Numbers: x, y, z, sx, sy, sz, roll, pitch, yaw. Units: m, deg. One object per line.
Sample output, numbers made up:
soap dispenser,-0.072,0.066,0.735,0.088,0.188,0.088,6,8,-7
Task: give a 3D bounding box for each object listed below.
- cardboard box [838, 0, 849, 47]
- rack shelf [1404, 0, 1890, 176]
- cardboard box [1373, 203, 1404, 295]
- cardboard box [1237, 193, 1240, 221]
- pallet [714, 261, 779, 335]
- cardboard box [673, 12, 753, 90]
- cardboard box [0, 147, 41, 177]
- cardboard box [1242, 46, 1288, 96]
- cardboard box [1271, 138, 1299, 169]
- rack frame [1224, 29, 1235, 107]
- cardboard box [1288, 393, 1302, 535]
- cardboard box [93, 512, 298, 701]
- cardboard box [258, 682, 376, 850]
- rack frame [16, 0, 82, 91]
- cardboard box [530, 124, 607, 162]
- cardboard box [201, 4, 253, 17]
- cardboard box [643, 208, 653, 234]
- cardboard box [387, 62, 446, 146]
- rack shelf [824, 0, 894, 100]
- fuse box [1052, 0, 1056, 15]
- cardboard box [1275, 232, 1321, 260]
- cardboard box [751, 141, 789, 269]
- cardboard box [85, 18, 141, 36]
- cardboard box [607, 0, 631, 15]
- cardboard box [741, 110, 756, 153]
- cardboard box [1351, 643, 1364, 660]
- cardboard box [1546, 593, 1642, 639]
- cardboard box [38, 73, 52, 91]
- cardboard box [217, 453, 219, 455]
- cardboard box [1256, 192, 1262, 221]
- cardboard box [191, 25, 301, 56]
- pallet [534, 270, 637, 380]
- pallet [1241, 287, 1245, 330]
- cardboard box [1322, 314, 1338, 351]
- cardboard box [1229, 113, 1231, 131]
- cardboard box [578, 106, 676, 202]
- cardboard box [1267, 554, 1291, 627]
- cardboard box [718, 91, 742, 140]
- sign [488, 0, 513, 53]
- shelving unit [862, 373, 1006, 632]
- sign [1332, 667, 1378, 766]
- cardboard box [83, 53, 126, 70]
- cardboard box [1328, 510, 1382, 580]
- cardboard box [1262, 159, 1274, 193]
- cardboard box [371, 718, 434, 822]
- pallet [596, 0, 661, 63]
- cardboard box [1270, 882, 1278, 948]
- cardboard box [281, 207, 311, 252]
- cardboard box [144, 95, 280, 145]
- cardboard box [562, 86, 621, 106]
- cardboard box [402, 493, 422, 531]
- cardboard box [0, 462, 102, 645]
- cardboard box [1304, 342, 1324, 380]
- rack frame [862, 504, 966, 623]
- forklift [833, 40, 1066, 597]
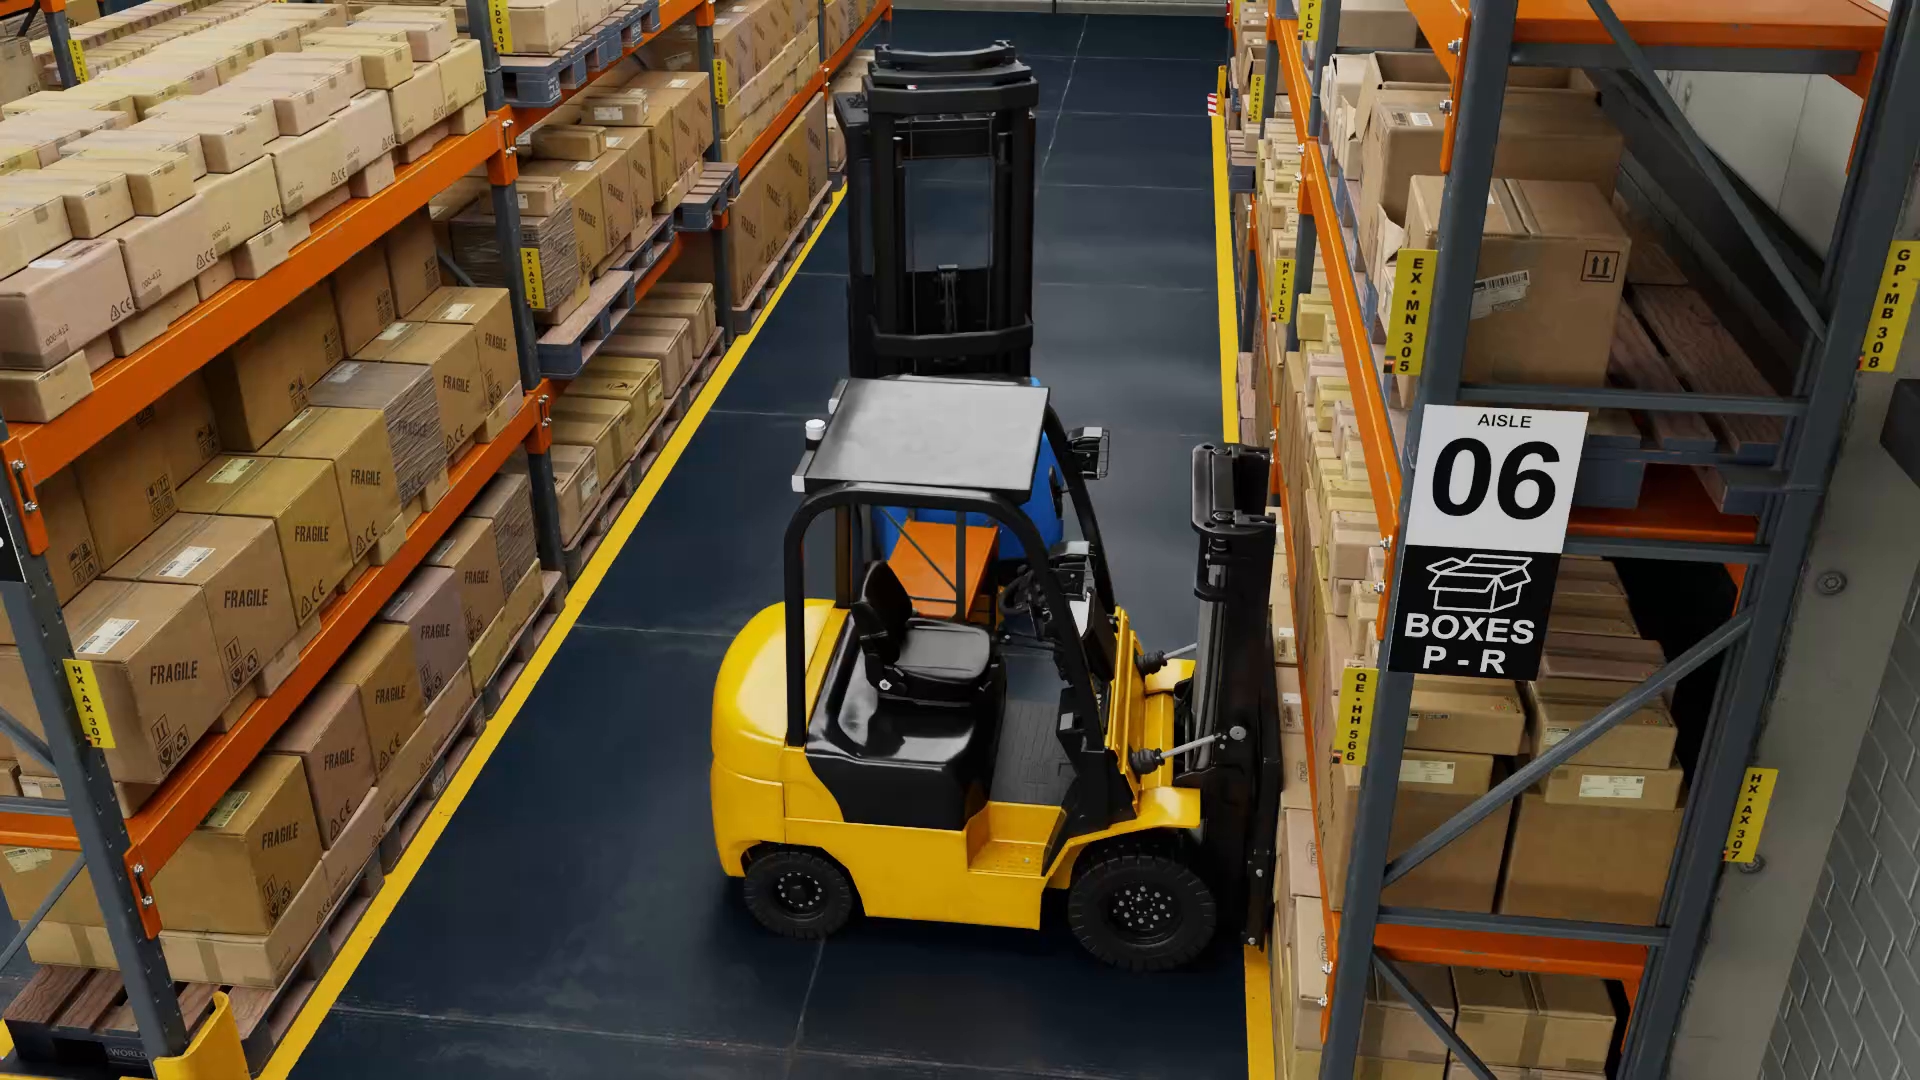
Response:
cardboard box,-1.420,-5.270,16.763,0.500,0.500,0.500,4,29,7
rack shelf,1.899,-1.938,5.539,1.077,0.370,4.000,3,28,6
cardboard box,1.485,-0.865,5.124,0.396,0.266,0.258,3,29,6
cardboard box,2.786,-3.115,15.062,0.500,0.500,0.500,3,28,6
pallet,-2.121,-2.040,13.813,1.003,0.211,1.213,3,28,6
cardboard box,-1.939,-3.837,13.049,0.500,0.500,0.500,3,29,6
cardboard box,-3.360,-1.229,5.630,0.380,0.149,0.250,4,29,7
cardboard box,2.650,-3.623,13.261,0.797,0.503,0.637,3,28,5
cardboard box,2.265,-2.562,11.054,0.380,0.149,0.250,4,29,8
rack frame,3.614,-6.379,18.929,1.000,3.000,0.127,3,28,6
cardboard box,1.783,-0.335,7.604,0.500,0.500,0.500,4,29,7
cardboard box,-2.879,0.239,6.224,0.500,0.500,0.500,4,29,8
cardboard box,-2.838,0.940,7.009,0.500,0.500,0.500,2,28,4
rack frame,-7.218,-3.140,12.917,1.000,3.000,0.127,3,28,6
cardboard box,-2.343,-2.381,9.961,0.380,0.149,0.250,5,29,9
cardboard box,-6.681,-4.788,15.169,0.380,0.149,0.250,3,28,6
cardboard box,-2.211,-2.073,10.757,0.380,0.149,0.250,2,28,5
cardboard box,-2.631,-1.942,7.373,0.500,0.250,0.500,3,28,5
rack shelf,-1.558,-5.408,17.884,1.077,0.370,4.000,3,28,6
fuse box,1.422,-8.564,24.342,0.539,1.711,0.414,3,28,6
cardboard box,1.962,-1.600,9.268,0.380,0.149,0.250,2,28,5
cardboard box,-2.012,-2.890,14.249,0.875,0.875,0.875,4,29,7
cardboard box,-7.420,-4.465,14.570,0.380,0.149,0.250,4,29,8
cardboard box,-2.213,-3.186,9.553,0.500,0.250,0.500,3,28,6
cardboard box,-1.938,-3.293,13.358,0.500,0.250,0.500,3,28,5
cardboard box,1.513,0.402,5.551,0.380,0.149,0.250,4,29,7
cardboard box,1.991,0.299,5.429,0.380,0.149,0.250,4,29,7
cardboard box,-7.578,-3.730,13.520,0.380,0.149,0.250,4,29,8
cardboard box,-3.268,-0.289,7.205,0.500,0.500,0.500,4,29,7
cardboard box,2.337,-2.353,11.613,0.500,0.250,0.500,3,29,6
cardboard box,-3.190,-2.201,7.435,0.380,0.149,0.250,2,28,5
pallet,-2.545,-1.284,9.674,1.003,0.211,1.213,3,28,6
pallet,2.763,-1.735,13.249,1.003,0.211,1.213,3,28,6
cardboard box,1.885,-0.929,7.709,0.380,0.149,0.250,4,29,7
cardboard box,3.138,-4.538,17.704,0.500,0.500,0.500,4,29,7
cardboard box,-2.186,-2.548,10.956,0.500,0.500,0.500,1,28,3
cardboard box,1.700,0.304,7.925,0.500,0.250,0.500,3,28,6
cardboard box,-1.986,-3.279,12.804,0.500,0.250,0.500,3,28,6
sign,-2.243,-2.538,8.090,0.100,0.325,0.005,3,28,6
shelving unit,-0.127,0.046,8.584,0.587,1.500,1.083,5,29,9
sign,1.117,0.500,4.689,0.100,0.325,0.005,3,28,6
cardboard box,-6.939,-3.810,13.354,0.380,0.149,0.250,3,28,5
cardboard box,1.519,0.026,5.936,0.380,0.149,0.250,4,29,7
cardboard box,2.275,-2.337,11.057,0.500,0.250,0.500,4,29,8
cardboard box,-2.775,1.030,7.632,0.500,0.250,0.500,5,29,10
pallet,-2.478,-3.028,9.744,1.213,0.211,1.003,3,28,6
cardboard box,1.538,1.470,6.816,0.500,0.250,0.500,4,29,7
cardboard box,-2.764,-1.217,6.448,0.380,0.149,0.250,3,28,5
cardboard box,-2.809,-1.566,6.255,0.380,0.149,0.250,4,29,7
cardboard box,-2.634,-2.816,11.453,0.500,0.500,0.500,5,29,9
cardboard box,-2.702,-0.141,7.614,0.380,0.149,0.250,3,28,5
cardboard box,-3.427,-0.003,5.620,0.700,0.500,0.500,3,28,5
cardboard box,1.813,-0.804,7.790,0.380,0.149,0.250,4,29,7
rack frame,-0.220,0.287,8.135,0.500,1.500,0.032,5,29,9
forklift,-0.154,-1.602,10.133,1.130,2.935,3.031,-5,29,-9
